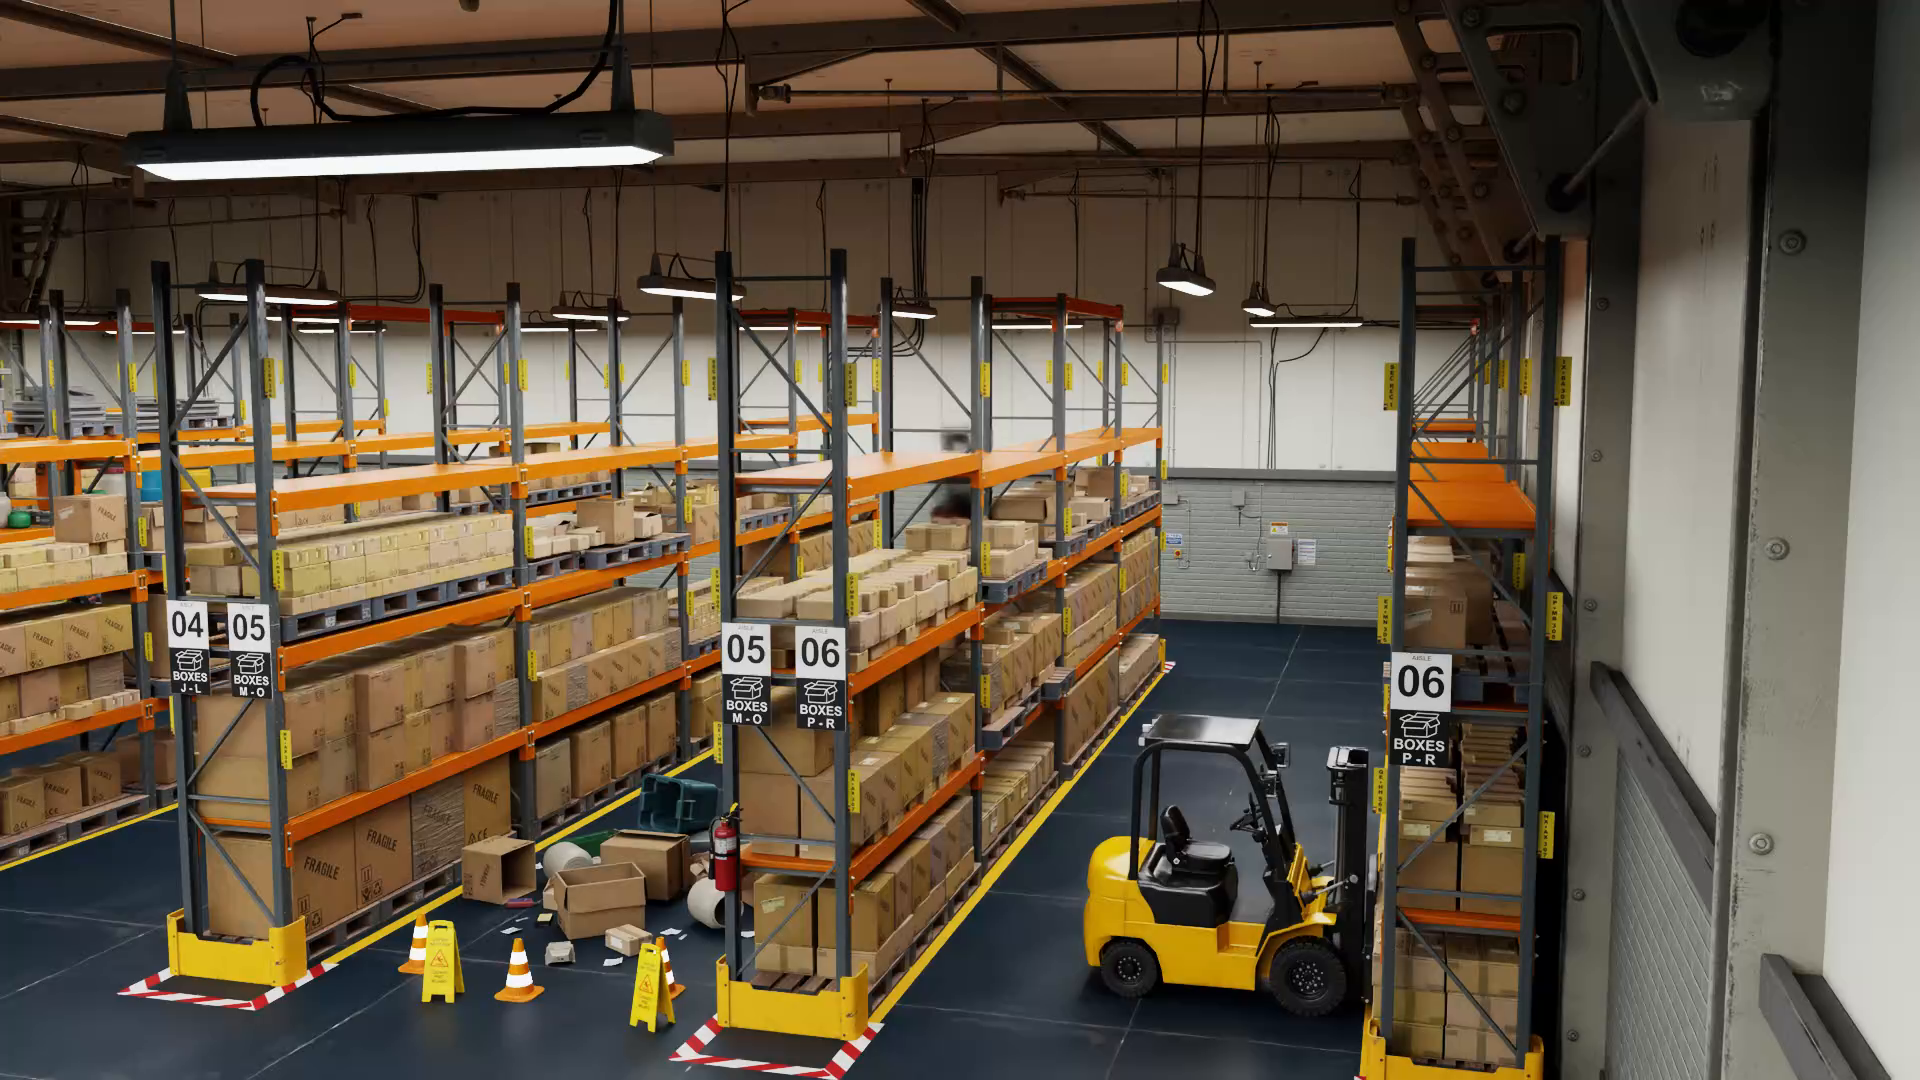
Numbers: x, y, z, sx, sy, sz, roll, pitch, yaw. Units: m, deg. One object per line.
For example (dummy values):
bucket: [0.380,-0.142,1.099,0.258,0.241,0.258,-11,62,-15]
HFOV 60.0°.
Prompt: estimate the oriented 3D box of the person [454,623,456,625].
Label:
person: [-6.937,1.938,22.687,0.659,1.694,0.733,1,6,7]
